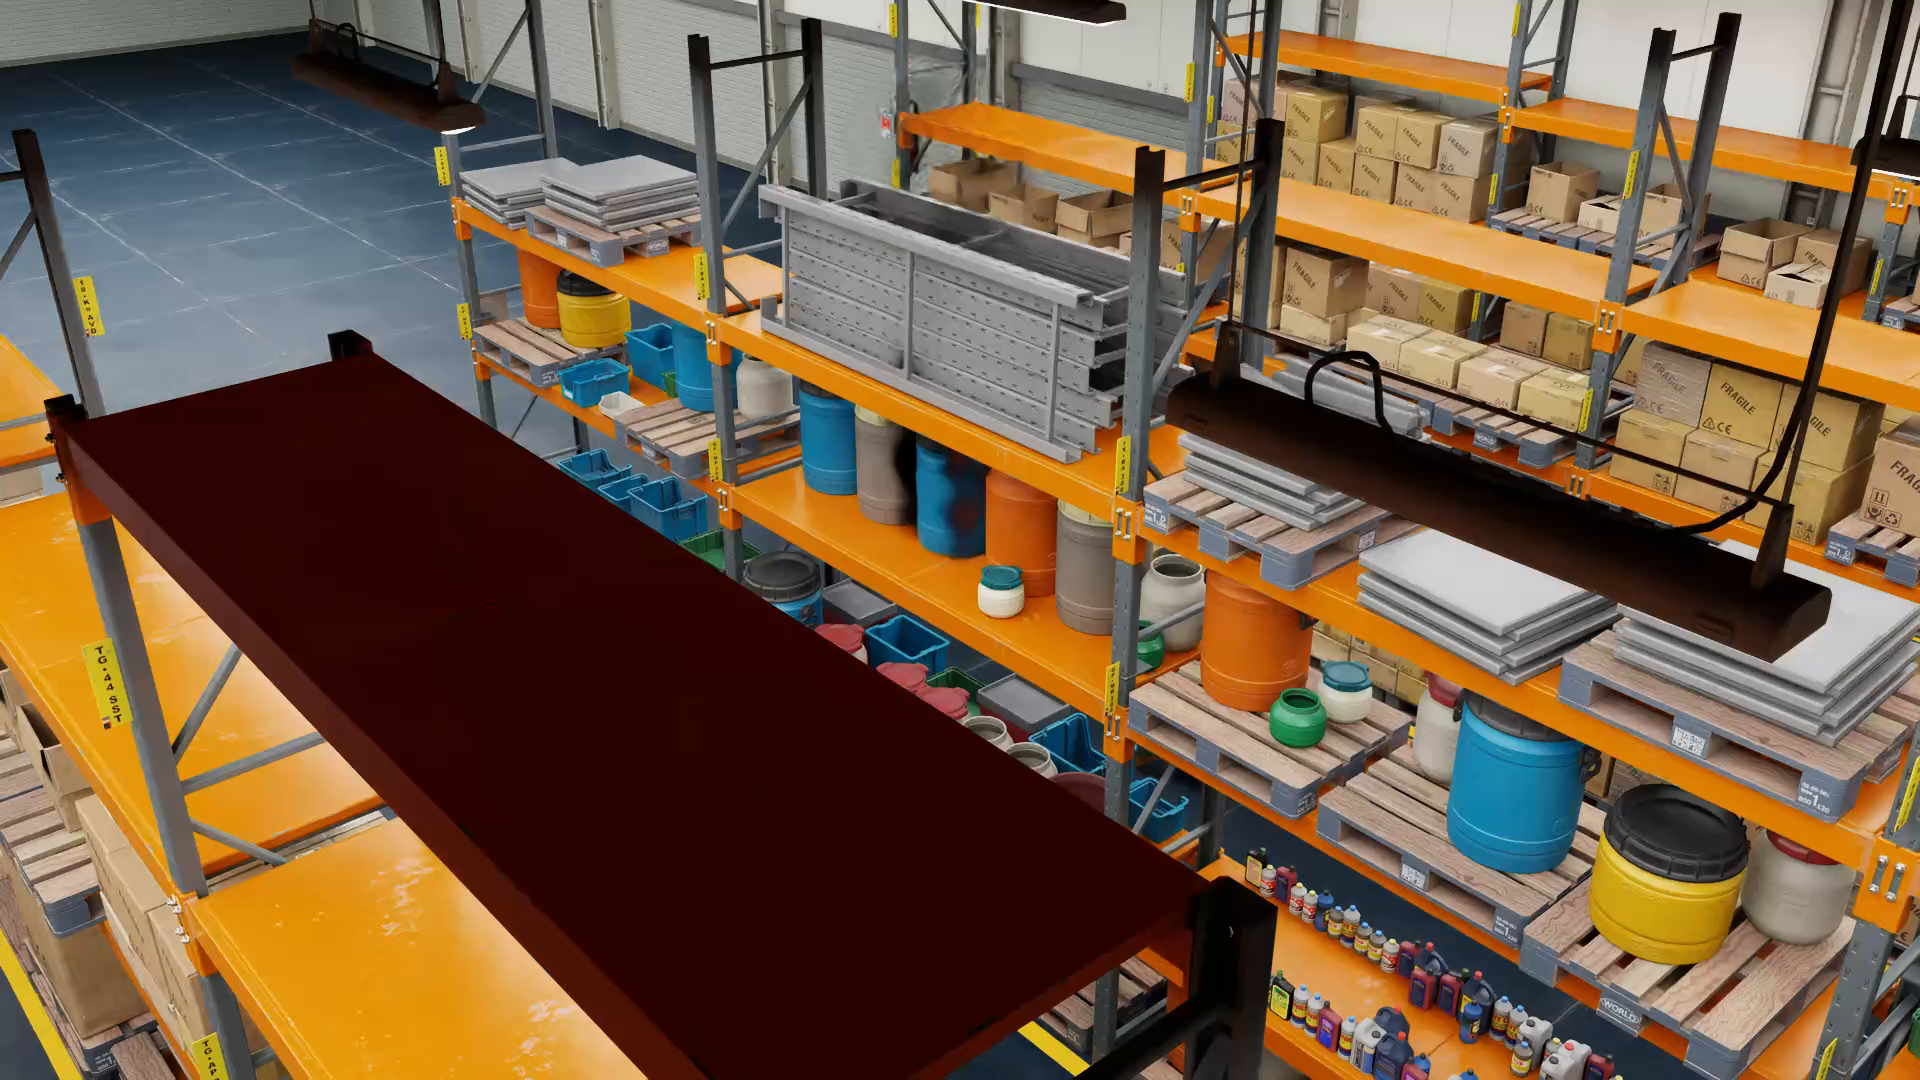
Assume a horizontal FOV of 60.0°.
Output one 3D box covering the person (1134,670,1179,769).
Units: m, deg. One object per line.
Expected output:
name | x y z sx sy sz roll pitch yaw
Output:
person | 1.633 1.090 13.460 0.705 1.824 0.632 19 32 32
